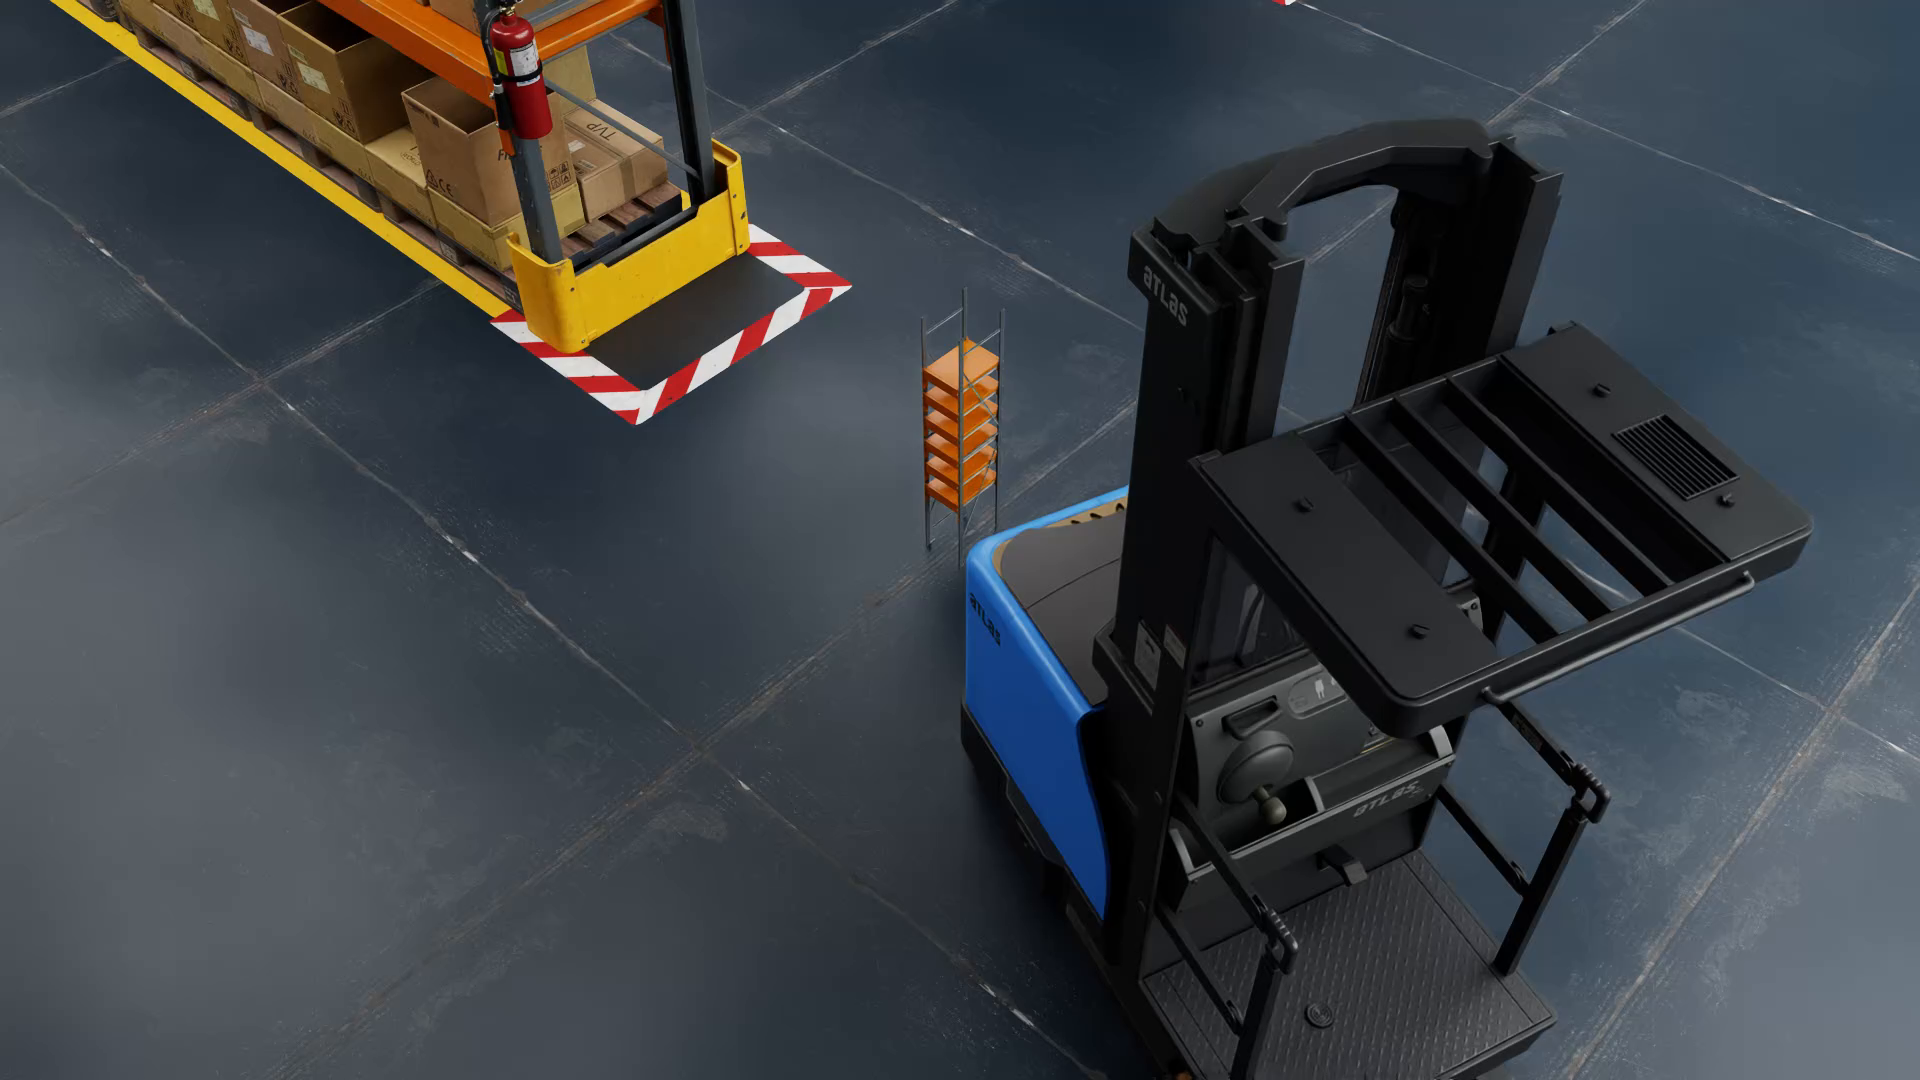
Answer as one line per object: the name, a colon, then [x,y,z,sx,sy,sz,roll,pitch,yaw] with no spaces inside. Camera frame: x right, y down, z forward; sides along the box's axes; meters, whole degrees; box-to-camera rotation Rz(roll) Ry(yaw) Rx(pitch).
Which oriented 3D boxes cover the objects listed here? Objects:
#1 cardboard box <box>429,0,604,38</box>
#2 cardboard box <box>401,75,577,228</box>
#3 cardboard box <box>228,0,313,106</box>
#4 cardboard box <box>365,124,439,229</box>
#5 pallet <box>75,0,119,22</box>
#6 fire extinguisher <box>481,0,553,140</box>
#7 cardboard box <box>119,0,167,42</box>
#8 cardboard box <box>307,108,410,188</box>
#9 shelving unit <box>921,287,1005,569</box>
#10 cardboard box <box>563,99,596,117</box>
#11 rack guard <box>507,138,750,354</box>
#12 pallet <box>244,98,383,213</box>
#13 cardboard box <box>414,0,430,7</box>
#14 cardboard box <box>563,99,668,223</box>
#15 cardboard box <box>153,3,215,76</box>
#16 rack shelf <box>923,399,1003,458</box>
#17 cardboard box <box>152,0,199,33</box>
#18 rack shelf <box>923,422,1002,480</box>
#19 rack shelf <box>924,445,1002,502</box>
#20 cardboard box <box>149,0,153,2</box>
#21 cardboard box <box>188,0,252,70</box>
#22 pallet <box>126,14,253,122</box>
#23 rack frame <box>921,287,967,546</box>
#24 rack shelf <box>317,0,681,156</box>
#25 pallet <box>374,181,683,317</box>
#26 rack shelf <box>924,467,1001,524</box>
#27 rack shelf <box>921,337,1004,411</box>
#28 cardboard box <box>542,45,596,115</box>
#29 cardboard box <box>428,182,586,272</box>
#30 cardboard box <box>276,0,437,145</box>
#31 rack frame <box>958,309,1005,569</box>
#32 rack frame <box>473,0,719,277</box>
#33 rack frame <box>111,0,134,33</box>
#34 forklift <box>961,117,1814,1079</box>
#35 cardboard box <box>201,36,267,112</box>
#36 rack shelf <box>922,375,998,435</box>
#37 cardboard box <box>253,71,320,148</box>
cardboard box: [-1.885,-2.546,7.123,0.500,0.500,0.700,34,55,28]
cardboard box: [-2.147,-1.840,7.612,0.500,0.500,0.500,34,55,28]
cardboard box: [-3.258,-2.574,8.301,0.500,0.500,0.500,34,55,28]
cardboard box: [-2.521,-1.825,8.112,0.500,0.250,0.500,34,55,28]
pallet: [-5.058,-3.641,10.133,1.213,0.211,1.003,34,55,28]
fire extinguisher: [-1.779,-1.941,6.676,0.183,0.674,0.296,34,55,28]
cardboard box: [-4.355,-3.063,9.275,0.500,0.250,0.500,34,55,28]
cardboard box: [-2.889,-2.071,8.344,0.500,0.250,0.500,34,55,28]
shelving unit: [0.011,-0.404,6.414,0.189,1.200,0.258,34,55,28]
cardboard box: [-2.164,-2.107,8.377,0.500,0.250,0.500,34,55,28]
rack guard: [-1.533,-1.407,7.837,0.348,0.500,1.175,34,55,28]
pallet: [-3.033,-2.279,8.853,1.213,0.211,1.003,34,55,28]
cardboard box: [-2.274,-2.804,7.365,0.500,0.500,0.700,35,56,29]
cardboard box: [-1.794,-1.861,8.147,0.500,0.250,0.500,34,55,28]
cardboard box: [-3.991,-2.813,9.040,0.500,0.250,0.500,34,55,28]
rack shelf: [0.011,-0.455,6.359,0.180,0.103,0.258,34,55,28]
cardboard box: [-3.989,-3.072,8.769,0.500,0.500,0.500,34,55,28]
rack shelf: [0.011,-0.373,6.447,0.180,0.103,0.258,34,55,28]
rack shelf: [0.011,-0.291,6.534,0.180,0.103,0.258,34,55,28]
cardboard box: [-4.362,-3.315,8.997,0.500,0.500,0.500,34,55,28]
cardboard box: [-3.627,-2.820,8.533,0.500,0.500,0.500,34,55,28]
pallet: [-3.934,-2.882,9.420,1.213,0.211,1.003,34,55,28]
rack frame: [-0.057,-0.449,6.457,0.006,1.200,0.240,34,55,28]
rack shelf: [-3.021,-3.017,8.127,4.000,0.370,1.077,34,55,28]
pallet: [-2.141,-1.676,8.287,1.213,0.211,1.003,34,55,28]
rack shelf: [0.011,-0.209,6.622,0.180,0.103,0.258,34,55,28]
rack shelf: [0.011,-0.620,6.184,0.180,0.103,0.258,34,55,28]
cardboard box: [-2.163,-2.364,8.105,0.500,0.500,0.500,34,55,28]
cardboard box: [-2.145,-1.584,7.886,0.500,0.250,0.500,34,55,28]
cardboard box: [-2.892,-2.326,8.069,0.500,0.500,0.500,34,55,28]
rack frame: [0.078,-0.358,6.372,0.006,1.200,0.240,34,55,28]
rack frame: [-1.551,-2.275,6.937,0.127,3.000,1.000,34,55,28]
rack frame: [-4.490,-4.252,8.794,0.127,3.000,1.000,34,55,28]
forklift: [1.115,0.551,4.331,1.130,2.935,3.031,-20,50,-18]
cardboard box: [-3.627,-2.563,8.806,0.500,0.250,0.500,34,55,28]
rack shelf: [0.011,-0.537,6.272,0.180,0.103,0.258,34,55,28]
cardboard box: [-3.256,-2.319,8.577,0.500,0.250,0.500,34,55,28]
